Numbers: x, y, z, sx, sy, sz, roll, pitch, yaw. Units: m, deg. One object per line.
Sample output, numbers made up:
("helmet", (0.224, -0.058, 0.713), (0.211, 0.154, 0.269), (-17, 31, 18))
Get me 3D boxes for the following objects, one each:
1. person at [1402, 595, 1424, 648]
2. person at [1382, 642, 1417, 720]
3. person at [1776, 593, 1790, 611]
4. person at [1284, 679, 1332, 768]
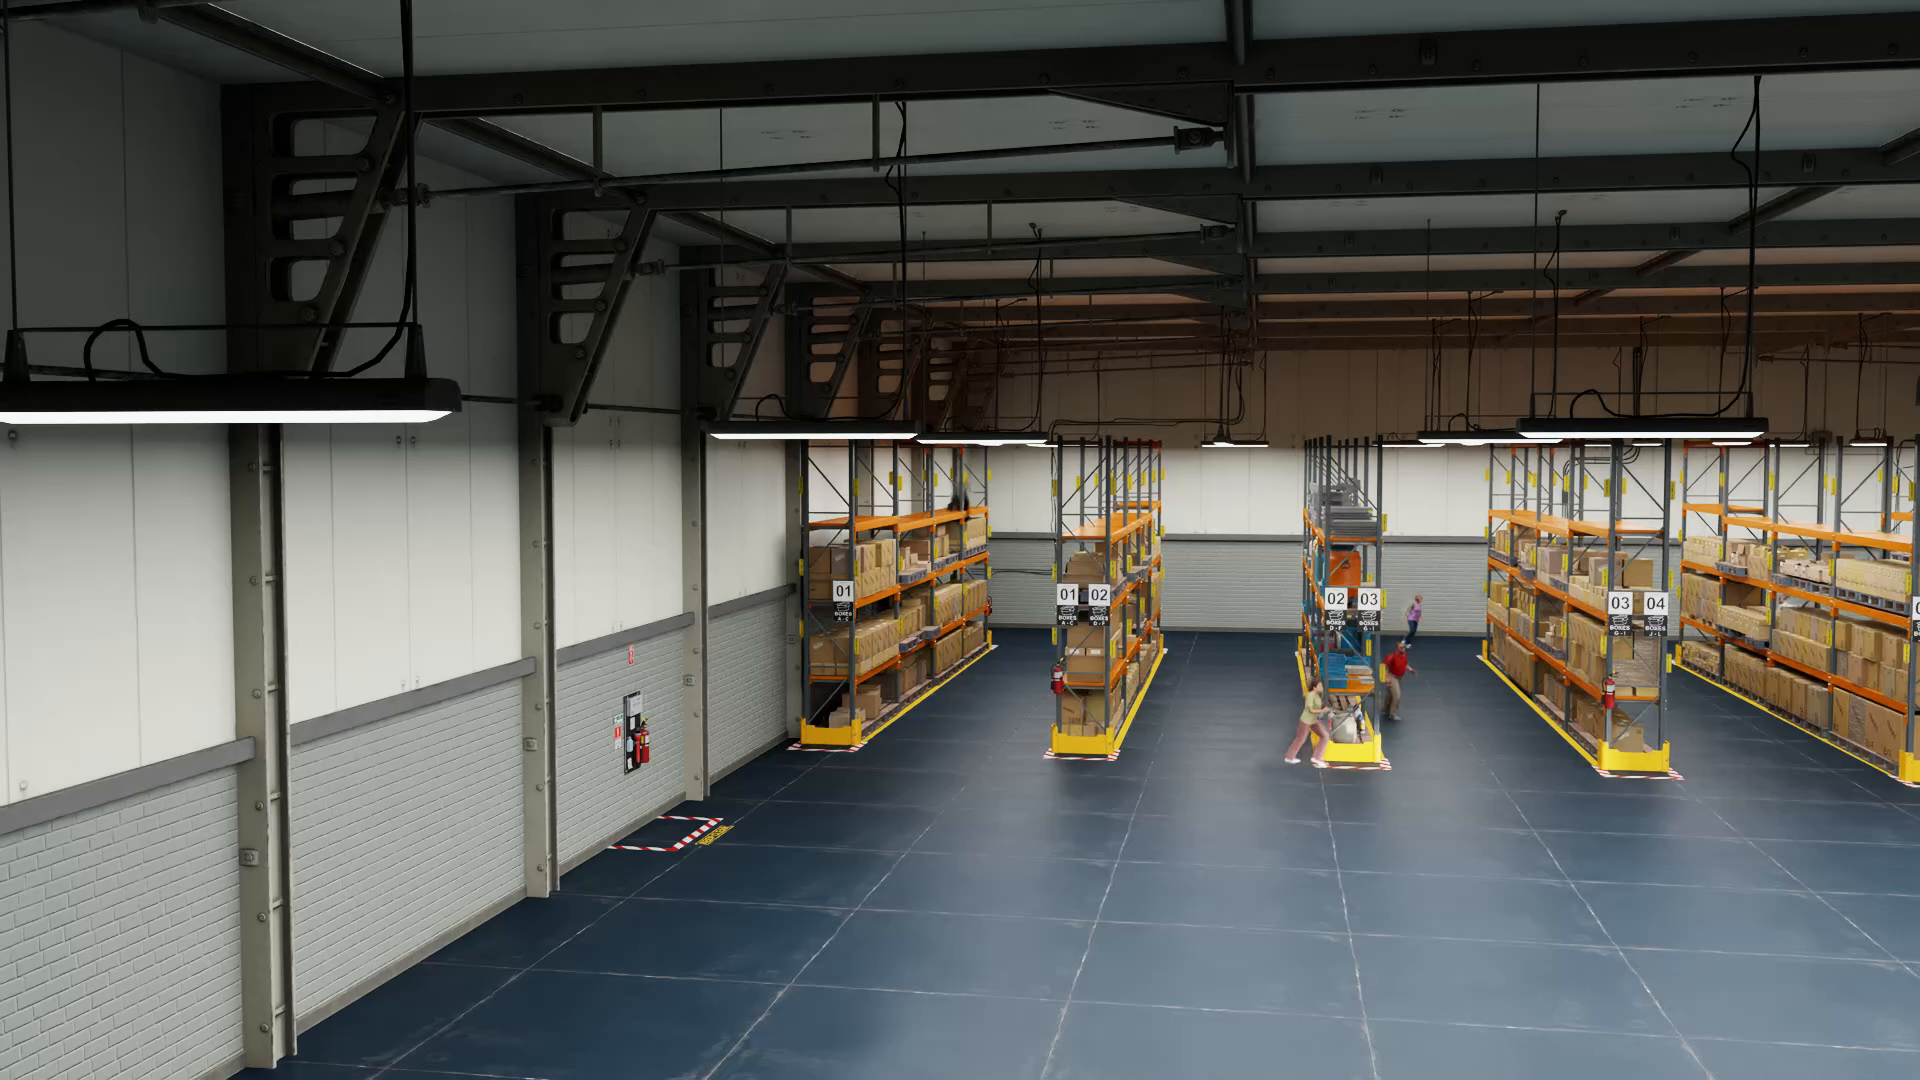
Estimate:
("person", (13.110, 2.358, 48.170), (0.567, 1.566, 0.530), (-2, 4, -33))
("person", (9.338, 2.985, 35.495), (0.846, 1.662, 0.734), (3, 4, 42))
("person", (22.621, 2.343, 45.632), (0.989, 1.768, 0.661), (0, 3, 1))
("person", (6.262, 3.285, 29.886), (0.917, 1.615, 0.512), (2, 4, 38))
